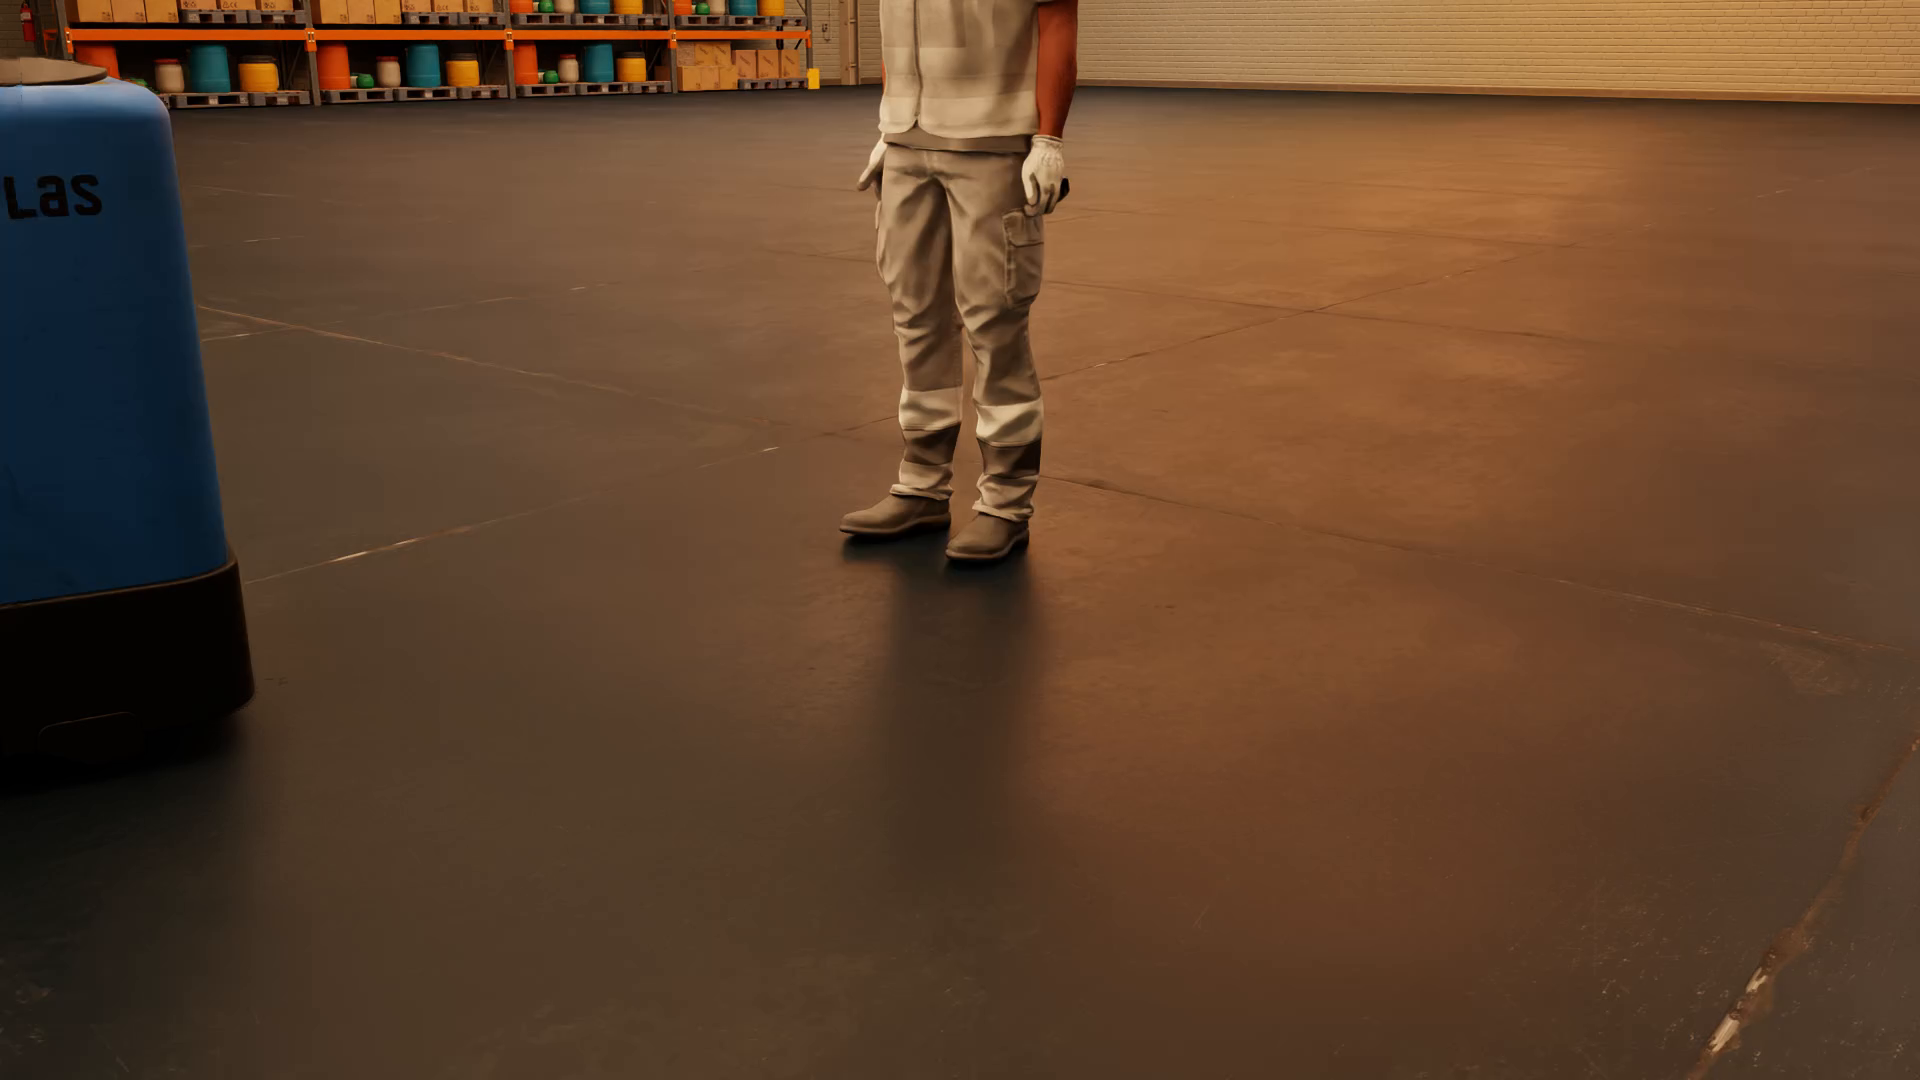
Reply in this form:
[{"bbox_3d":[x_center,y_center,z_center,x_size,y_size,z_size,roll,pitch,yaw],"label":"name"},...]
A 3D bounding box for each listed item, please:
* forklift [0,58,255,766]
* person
[{"bbox_3d":[-2.732,-0.963,2.069,3.031,2.935,1.130,-10,19,-29],"label":"forklift"},{"bbox_3d":[0.001,-0.852,3.668,0.536,1.795,0.369,13,21,37],"label":"person"}]
